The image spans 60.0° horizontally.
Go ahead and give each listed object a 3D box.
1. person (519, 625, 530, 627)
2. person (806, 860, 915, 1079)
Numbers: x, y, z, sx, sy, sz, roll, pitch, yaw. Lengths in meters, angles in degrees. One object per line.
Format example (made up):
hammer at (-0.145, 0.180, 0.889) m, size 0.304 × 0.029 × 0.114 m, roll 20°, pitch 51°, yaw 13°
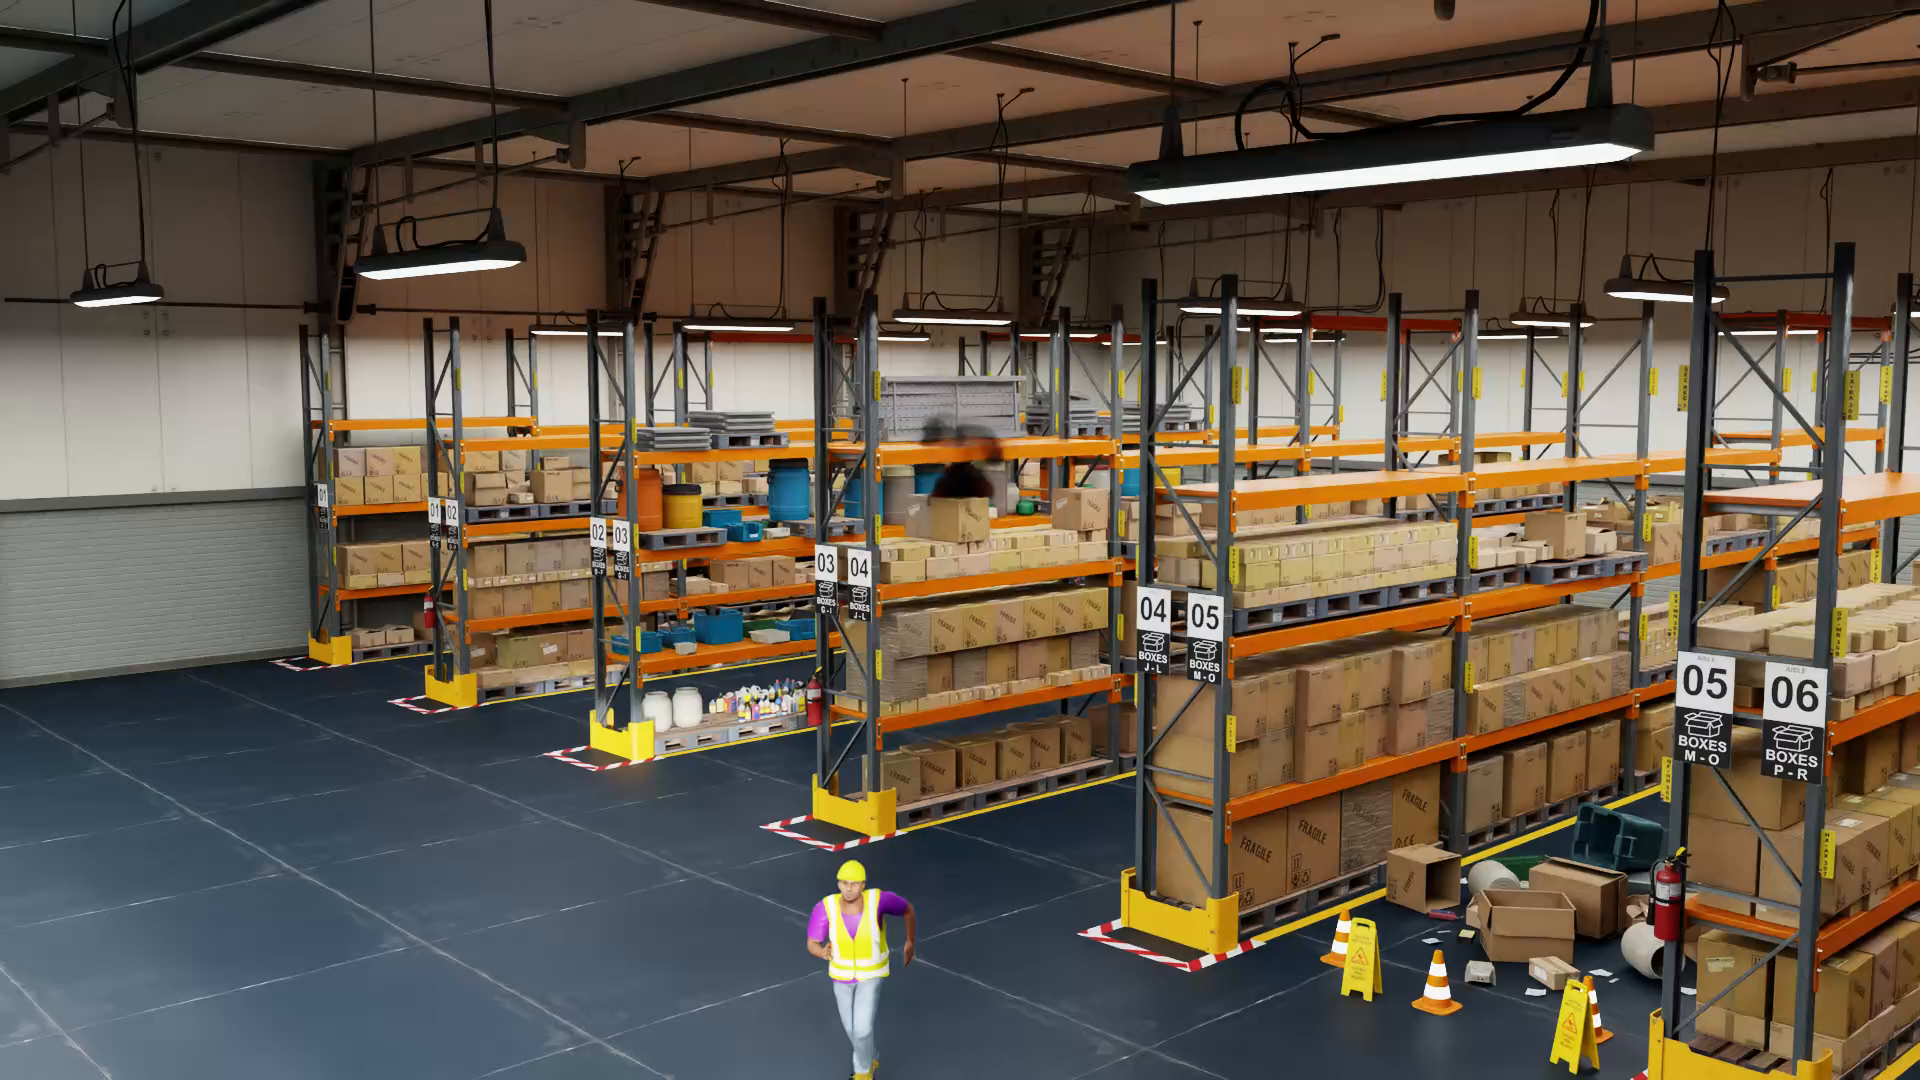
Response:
person at (-7.783, 1.340, 29.769) m, size 0.590 × 1.748 × 0.717 m, roll 4°, pitch 7°, yaw 33°
person at (-0.713, 3.100, 11.786) m, size 0.734 × 1.738 × 0.797 m, roll 1°, pitch 6°, yaw 8°
